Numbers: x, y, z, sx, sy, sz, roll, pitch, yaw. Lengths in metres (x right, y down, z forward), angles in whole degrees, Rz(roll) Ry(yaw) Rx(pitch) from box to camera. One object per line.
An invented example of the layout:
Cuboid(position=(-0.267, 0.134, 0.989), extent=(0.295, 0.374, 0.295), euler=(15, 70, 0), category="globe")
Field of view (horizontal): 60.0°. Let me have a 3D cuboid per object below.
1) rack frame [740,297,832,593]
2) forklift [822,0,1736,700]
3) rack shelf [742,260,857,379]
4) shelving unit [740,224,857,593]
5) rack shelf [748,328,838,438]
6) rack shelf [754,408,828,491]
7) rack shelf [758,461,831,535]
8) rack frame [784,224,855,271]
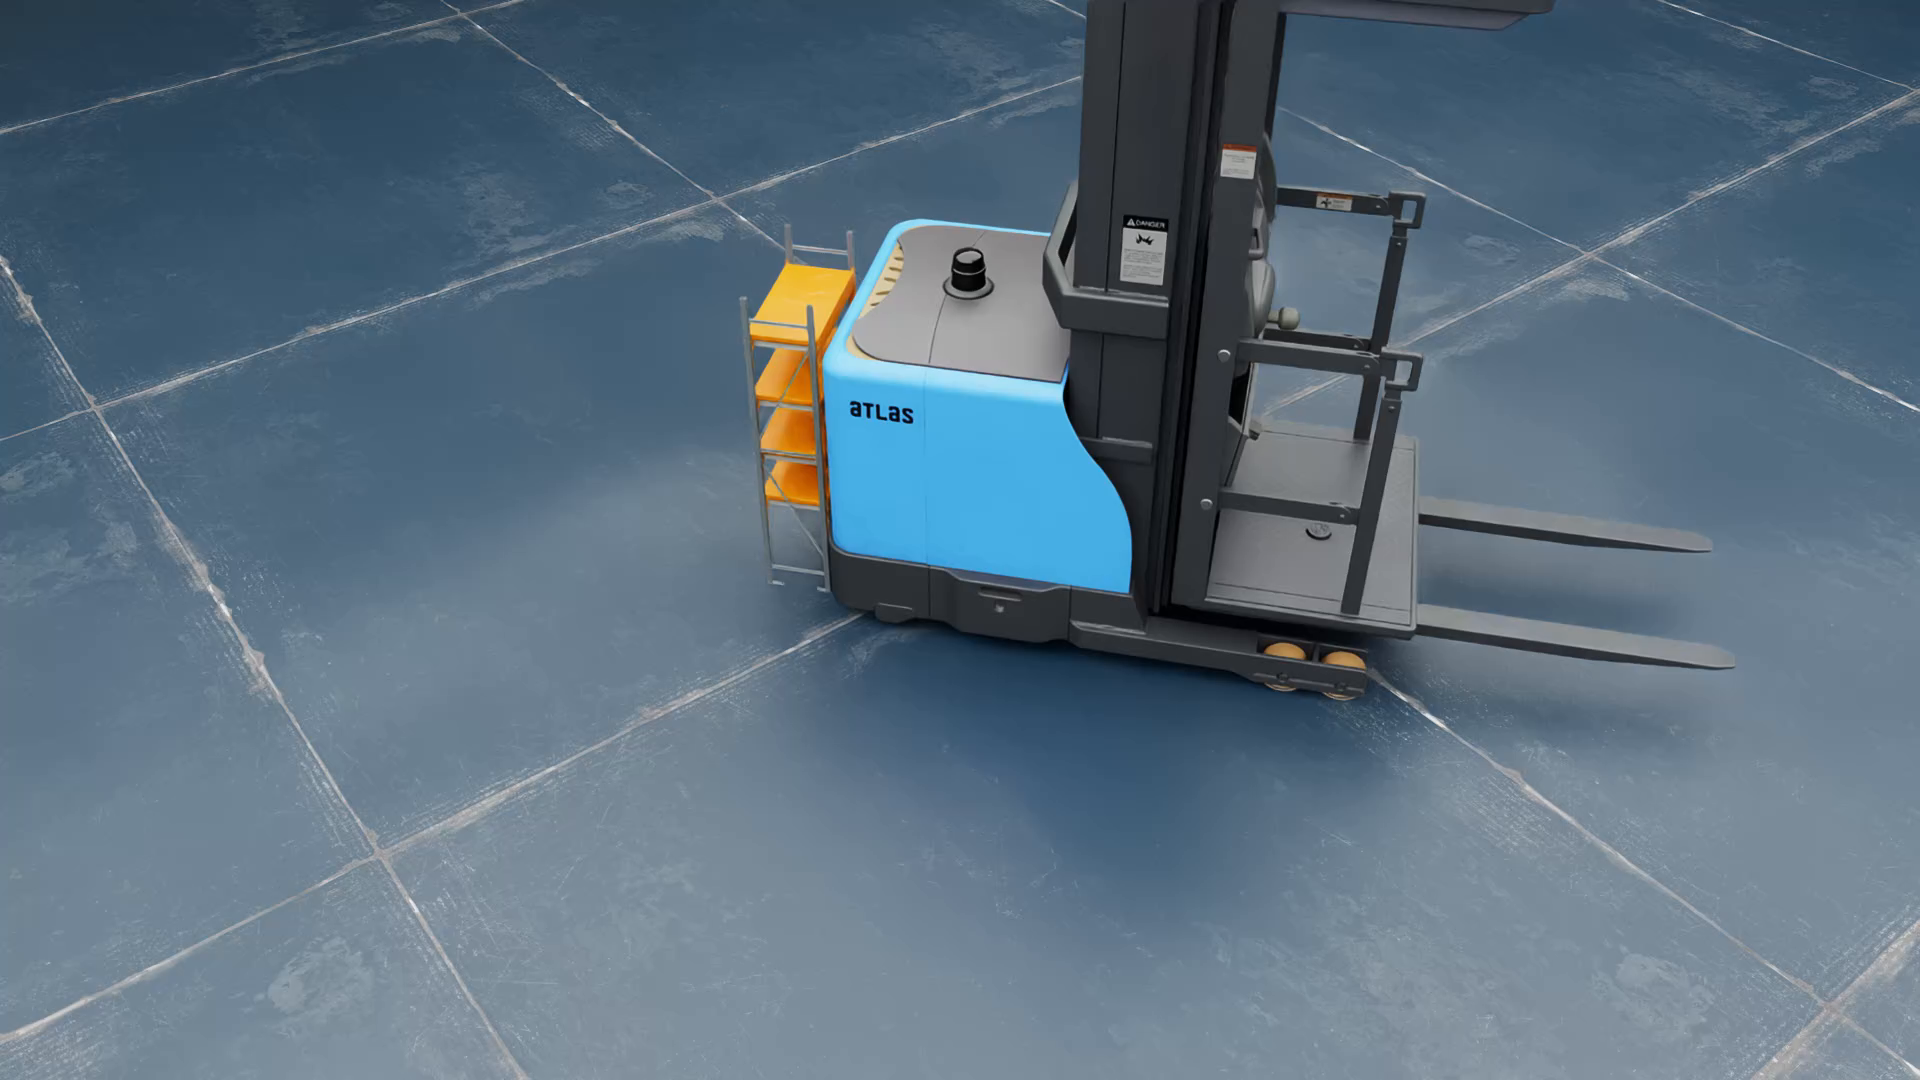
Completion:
Cuboid(position=(-0.583, -0.293, 5.661), extent=(0.240, 1.200, 0.015), euler=(8, 40, 9), category="rack frame")
Cuboid(position=(1.117, -0.966, 5.117), extent=(3.031, 2.935, 1.130), euler=(8, 40, 10), category="forklift")
Cuboid(position=(-0.532, -0.748, 5.596), extent=(0.258, 0.148, 0.480), euler=(8, 40, 9), category="rack shelf")
Cuboid(position=(-0.532, -0.444, 5.845), extent=(0.258, 1.200, 0.503), euler=(8, 40, 9), category="shelving unit")
Cuboid(position=(-0.532, -0.565, 5.746), extent=(0.258, 0.148, 0.480), euler=(8, 40, 9), category="rack shelf")
Cuboid(position=(-0.532, -0.392, 5.888), extent=(0.258, 0.148, 0.480), euler=(8, 40, 9), category="rack shelf")
Cuboid(position=(-0.532, -0.238, 6.014), extent=(0.258, 0.148, 0.480), euler=(8, 40, 9), category="rack shelf")
Cuboid(position=(-0.480, -0.595, 6.029), extent=(0.240, 1.200, 0.015), euler=(8, 40, 9), category="rack frame")
